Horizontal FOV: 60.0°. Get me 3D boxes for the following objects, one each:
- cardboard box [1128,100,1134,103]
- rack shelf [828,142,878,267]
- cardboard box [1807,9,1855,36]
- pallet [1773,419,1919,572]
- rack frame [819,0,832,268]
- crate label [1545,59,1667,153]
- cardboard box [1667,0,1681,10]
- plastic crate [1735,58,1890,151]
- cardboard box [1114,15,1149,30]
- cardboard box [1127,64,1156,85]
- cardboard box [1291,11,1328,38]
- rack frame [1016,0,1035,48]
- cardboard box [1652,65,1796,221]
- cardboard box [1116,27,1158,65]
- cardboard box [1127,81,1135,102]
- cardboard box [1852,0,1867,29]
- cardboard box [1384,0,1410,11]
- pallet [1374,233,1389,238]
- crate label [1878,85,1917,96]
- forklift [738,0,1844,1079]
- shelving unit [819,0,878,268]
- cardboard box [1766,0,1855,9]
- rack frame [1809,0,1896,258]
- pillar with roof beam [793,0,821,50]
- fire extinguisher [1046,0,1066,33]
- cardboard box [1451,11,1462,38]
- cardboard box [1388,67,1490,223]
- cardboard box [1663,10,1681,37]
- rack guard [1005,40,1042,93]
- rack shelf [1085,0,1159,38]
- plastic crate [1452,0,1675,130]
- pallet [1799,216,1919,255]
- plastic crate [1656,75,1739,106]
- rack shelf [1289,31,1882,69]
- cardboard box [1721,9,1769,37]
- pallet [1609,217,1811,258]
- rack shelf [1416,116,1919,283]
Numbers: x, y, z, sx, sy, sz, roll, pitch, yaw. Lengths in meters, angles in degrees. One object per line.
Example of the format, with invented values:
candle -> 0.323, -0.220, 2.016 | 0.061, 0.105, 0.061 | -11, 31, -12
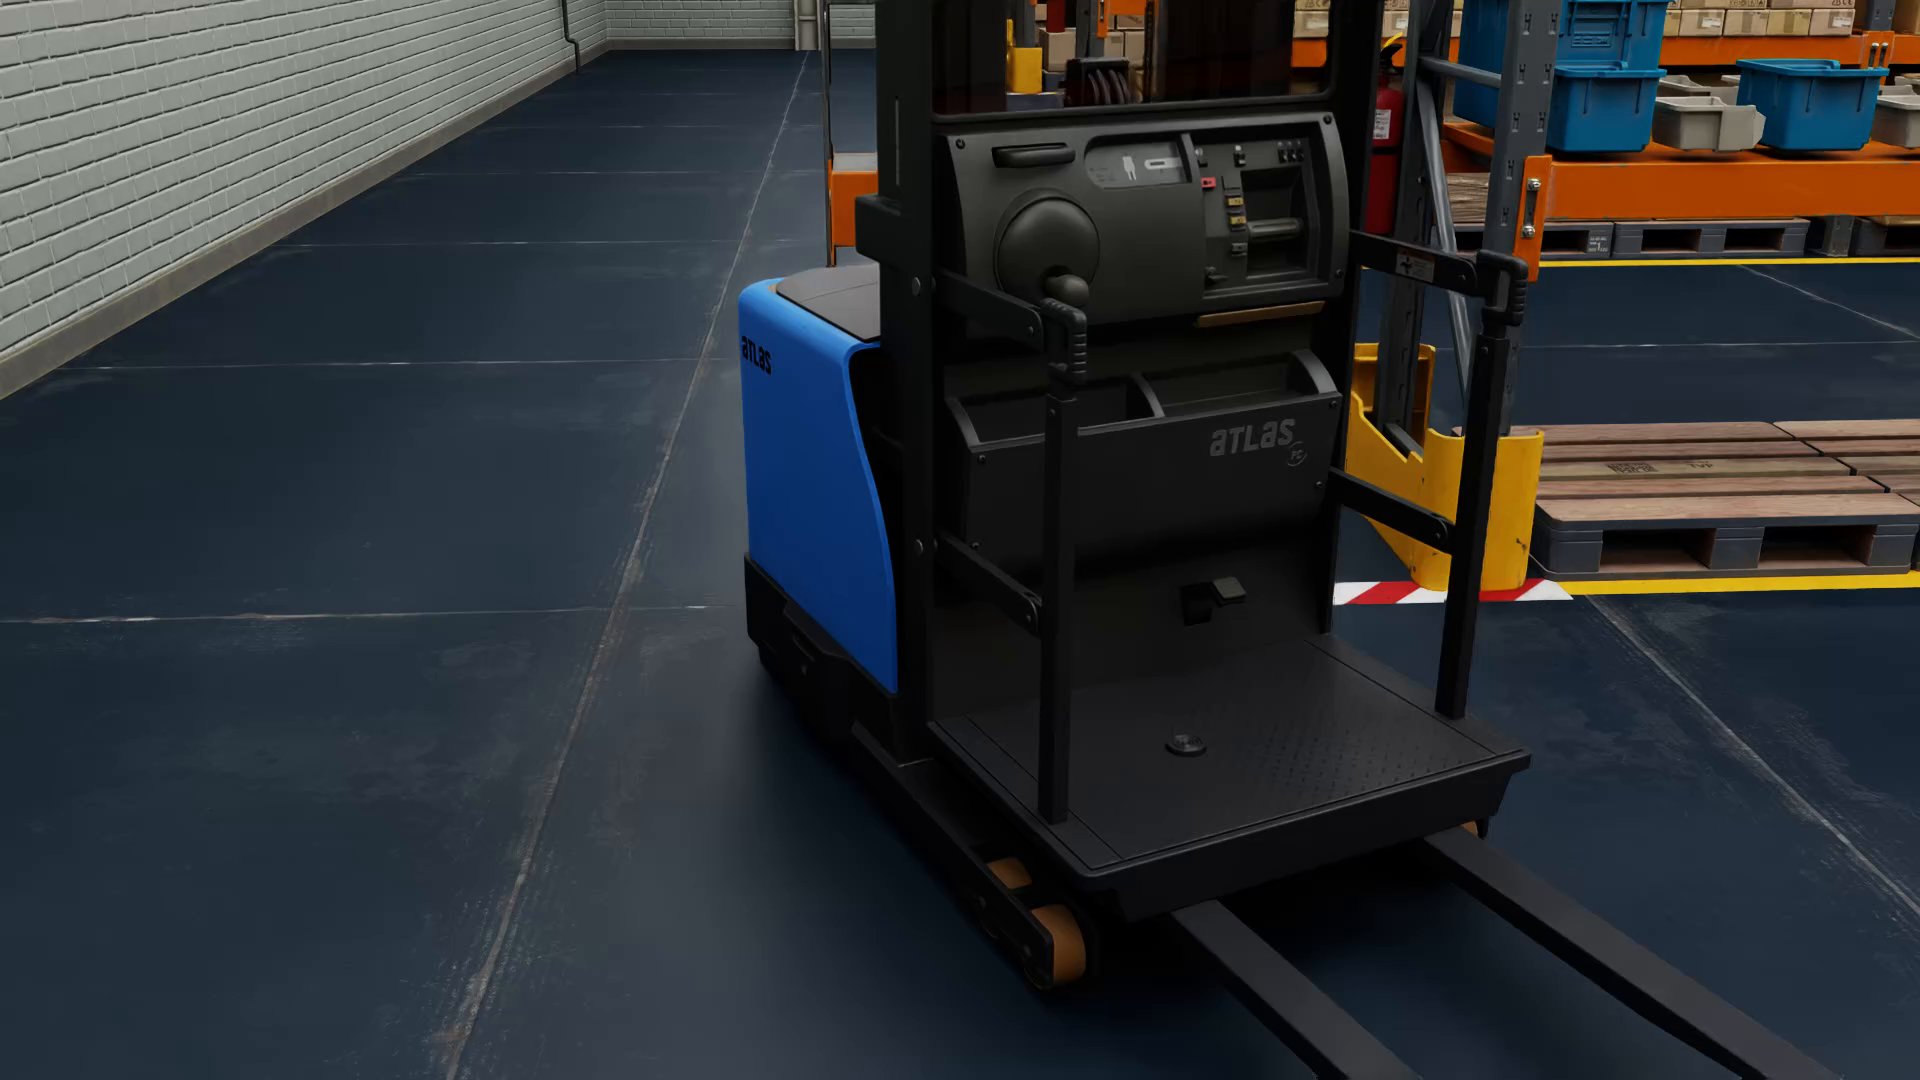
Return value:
cardboard box -> 1.657, -3.927, 15.137 | 0.250, 0.149, 0.380 | -1, 21, -2
rack shelf -> -0.165, -0.965, 5.243 | 0.480, 0.518, 0.431 | -1, 21, -3
cardboard box -> 5.034, -3.056, 9.784 | 0.250, 0.149, 0.380 | -1, 21, -3
pallet -> 3.649, -0.178, 5.793 | 1.213, 0.211, 1.003 | -1, 21, -3
rack frame -> -0.409, -0.973, 5.226 | 0.015, 2.100, 0.400 | -1, 21, -3
crate label -> 1.874, -1.293, 4.952 | 0.303, 0.233, 0.416 | -1, 21, -3
cardboard box -> 3.867, -3.241, 9.710 | 0.500, 0.250, 0.500 | -1, 21, -2
plastic crate -> 2.531, -1.306, 4.987 | 0.300, 0.233, 0.416 | -1, 21, -3
cardboard box -> 2.478, -7.484, 23.984 | 0.500, 0.500, 0.500 | -1, 21, -2
cardboard box -> 1.658, -4.221, 15.073 | 0.250, 0.149, 0.380 | -1, 21, -2
cardboard box -> 1.955, -2.993, 9.619 | 0.250, 0.149, 0.380 | -1, 21, -4
rack frame -> 0.760, -6.735, 19.095 | 0.127, 3.000, 1.000 | -1, 21, -3
cardboard box -> 4.656, -2.514, 10.404 | 0.875, 0.875, 0.875 | -1, 21, -3
cardboard box -> 2.326, -5.804, 19.661 | 0.875, 0.438, 0.875 | -1, 21, -2
cardboard box -> 1.654, -4.093, 15.155 | 0.250, 0.149, 0.380 | -2, 21, -5
cardboard box -> 5.771, -3.449, 10.324 | 0.500, 0.500, 0.500 | -1, 21, -3
cardboard box -> 2.339, -3.210, 9.630 | 0.500, 0.250, 0.500 | -1, 21, -4
pallet -> 2.120, -1.955, 10.460 | 1.213, 0.211, 1.003 | -1, 21, -3
crate label -> 2.979, -1.456, 5.515 | 0.243, 0.136, 0.396 | -1, 21, -3
forklift -> 0.502, -0.661, 3.237 | 1.130, 2.935, 3.031 | -10, 23, -25
shelving unit -> -0.165, -0.978, 5.239 | 0.503, 2.100, 0.431 | -1, 21, -3
cardboard box -> 4.893, -3.262, 9.767 | 0.500, 0.250, 0.500 | -2, 21, -4
rack frame -> 5.319, -3.296, 10.062 | 0.127, 3.000, 1.000 | -1, 21, -3
pillar with roof beam -> -2.025, -10.038, 19.339 | 0.400, 9.000, 9.100 | -1, 21, -3
fire extinguisher -> 0.866, -4.927, 14.979 | 0.183, 0.674, 0.296 | -1, 21, -3
cardboard box -> 2.725, -3.009, 9.661 | 0.250, 0.149, 0.380 | -2, 21, -4
cardboard box -> 2.869, -2.478, 10.309 | 0.875, 0.875, 0.875 | -1, 21, -3
cardboard box -> 4.006, -3.035, 9.729 | 0.250, 0.149, 0.380 | -1, 21, -2
rack guard -> 0.736, -5.566, 19.538 | 0.348, 0.500, 1.175 | -1, 21, -3
rack shelf -> 3.140, -4.683, 14.716 | 4.000, 0.370, 1.077 | -1, 21, -3
plastic crate -> 1.932, -1.573, 5.402 | 0.499, 0.435, 0.616 | -1, 21, -3
pallet -> 6.085, -2.035, 10.669 | 1.213, 0.211, 1.003 | -1, 21, -3
plastic crate -> 2.412, -1.441, 5.476 | 0.243, 0.136, 0.396 | -1, 21, -3
rack shelf -> 3.322, -2.919, 10.083 | 4.000, 0.370, 1.077 | -1, 21, -3
cardboard box -> 4.520, -3.045, 9.757 | 0.250, 0.149, 0.380 | -2, 21, -4
pallet -> 4.556, -2.005, 10.590 | 1.213, 0.211, 1.003 | -1, 21, -3
rack shelf -> 3.605, -1.159, 5.462 | 4.000, 0.370, 1.077 | -1, 21, -3
